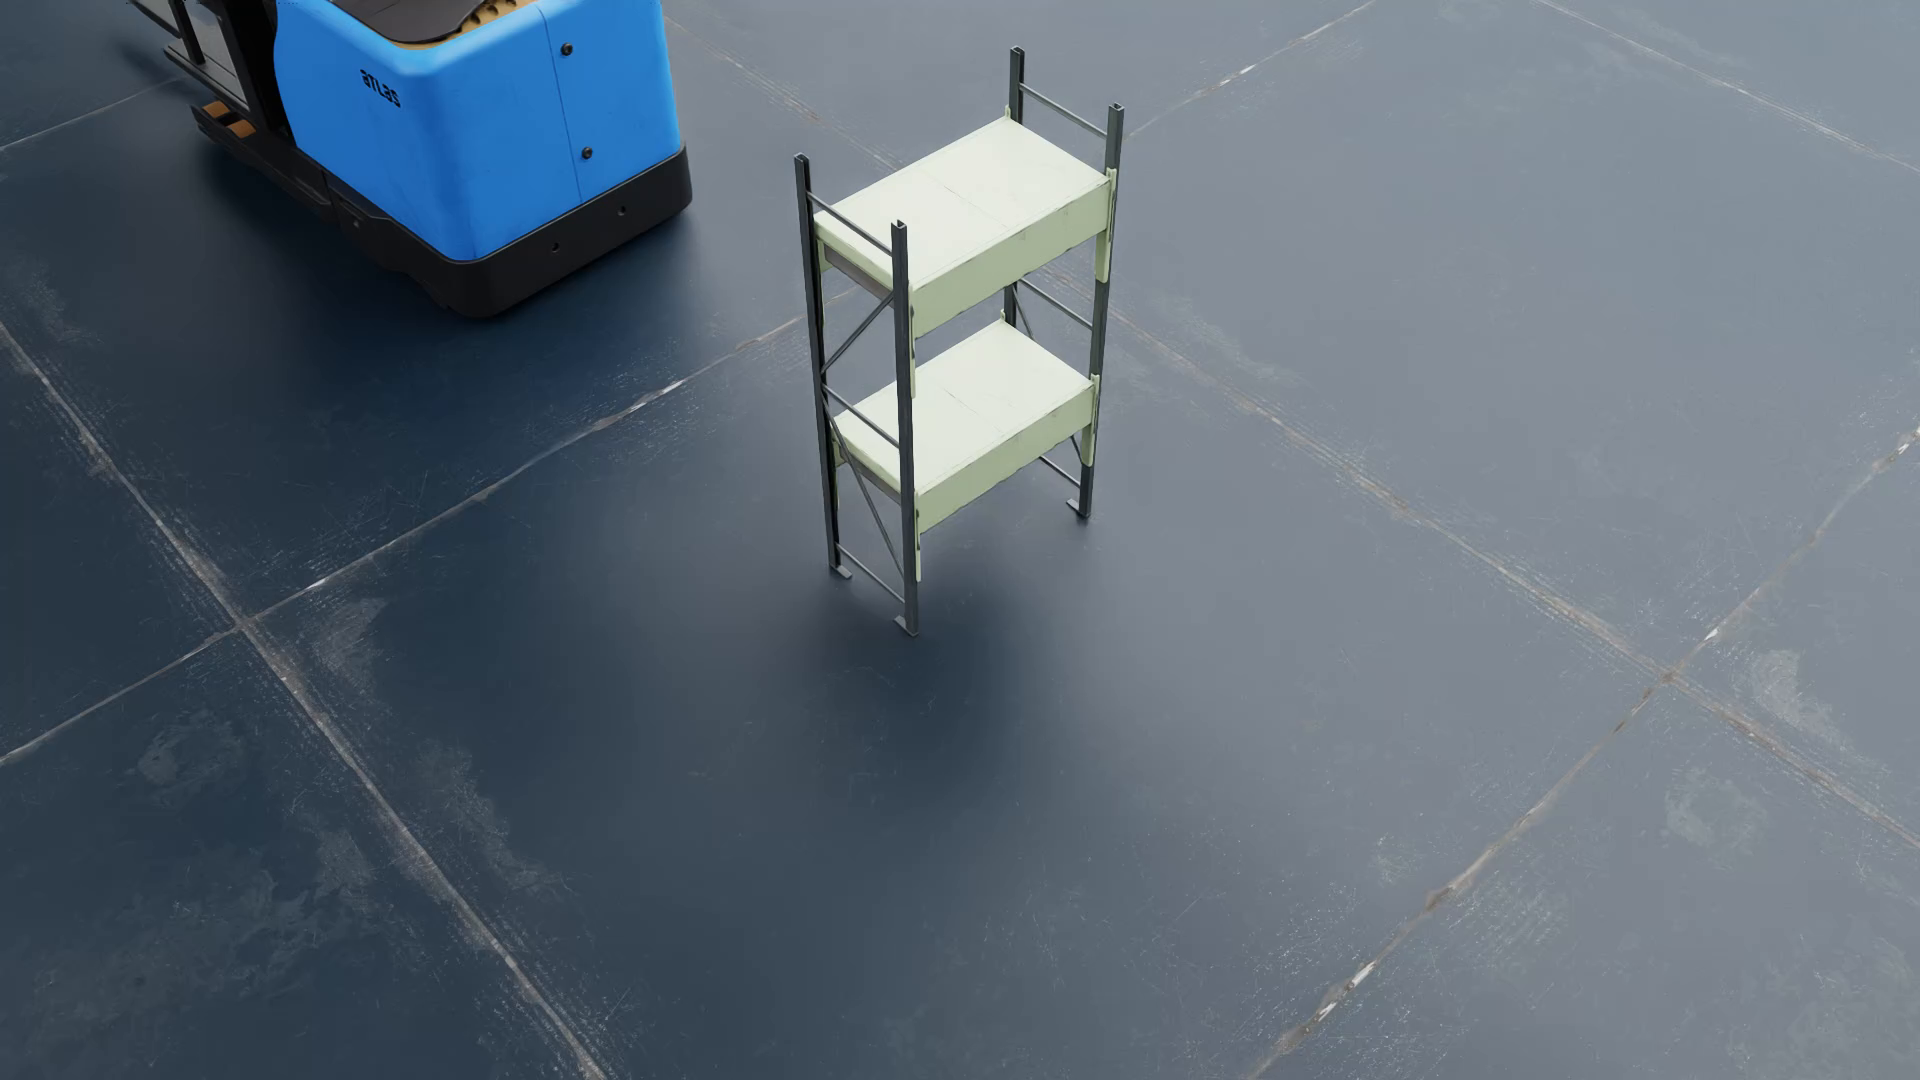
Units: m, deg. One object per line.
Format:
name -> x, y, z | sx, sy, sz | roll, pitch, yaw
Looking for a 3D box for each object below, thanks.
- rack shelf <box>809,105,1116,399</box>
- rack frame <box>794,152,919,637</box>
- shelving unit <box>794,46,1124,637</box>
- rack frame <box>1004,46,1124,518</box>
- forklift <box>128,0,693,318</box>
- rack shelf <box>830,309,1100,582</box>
rack shelf -> 0.005, -0.777, 4.415 | 0.720, 0.370, 0.431 | -34, 56, -27
rack frame -> -0.266, -0.331, 4.535 | 0.023, 1.500, 0.400 | -34, 56, -27
shelving unit -> 0.005, -0.512, 4.702 | 0.755, 1.500, 0.431 | -34, 56, -27
rack frame -> 0.276, -0.693, 4.869 | 0.023, 1.500, 0.400 | -34, 56, -27
forklift -> -2.435, -2.744, 5.787 | 3.031, 2.935, 1.130 | 35, 56, 28
rack shelf -> 0.005, -0.291, 4.941 | 0.720, 0.370, 0.431 | -34, 56, -27
